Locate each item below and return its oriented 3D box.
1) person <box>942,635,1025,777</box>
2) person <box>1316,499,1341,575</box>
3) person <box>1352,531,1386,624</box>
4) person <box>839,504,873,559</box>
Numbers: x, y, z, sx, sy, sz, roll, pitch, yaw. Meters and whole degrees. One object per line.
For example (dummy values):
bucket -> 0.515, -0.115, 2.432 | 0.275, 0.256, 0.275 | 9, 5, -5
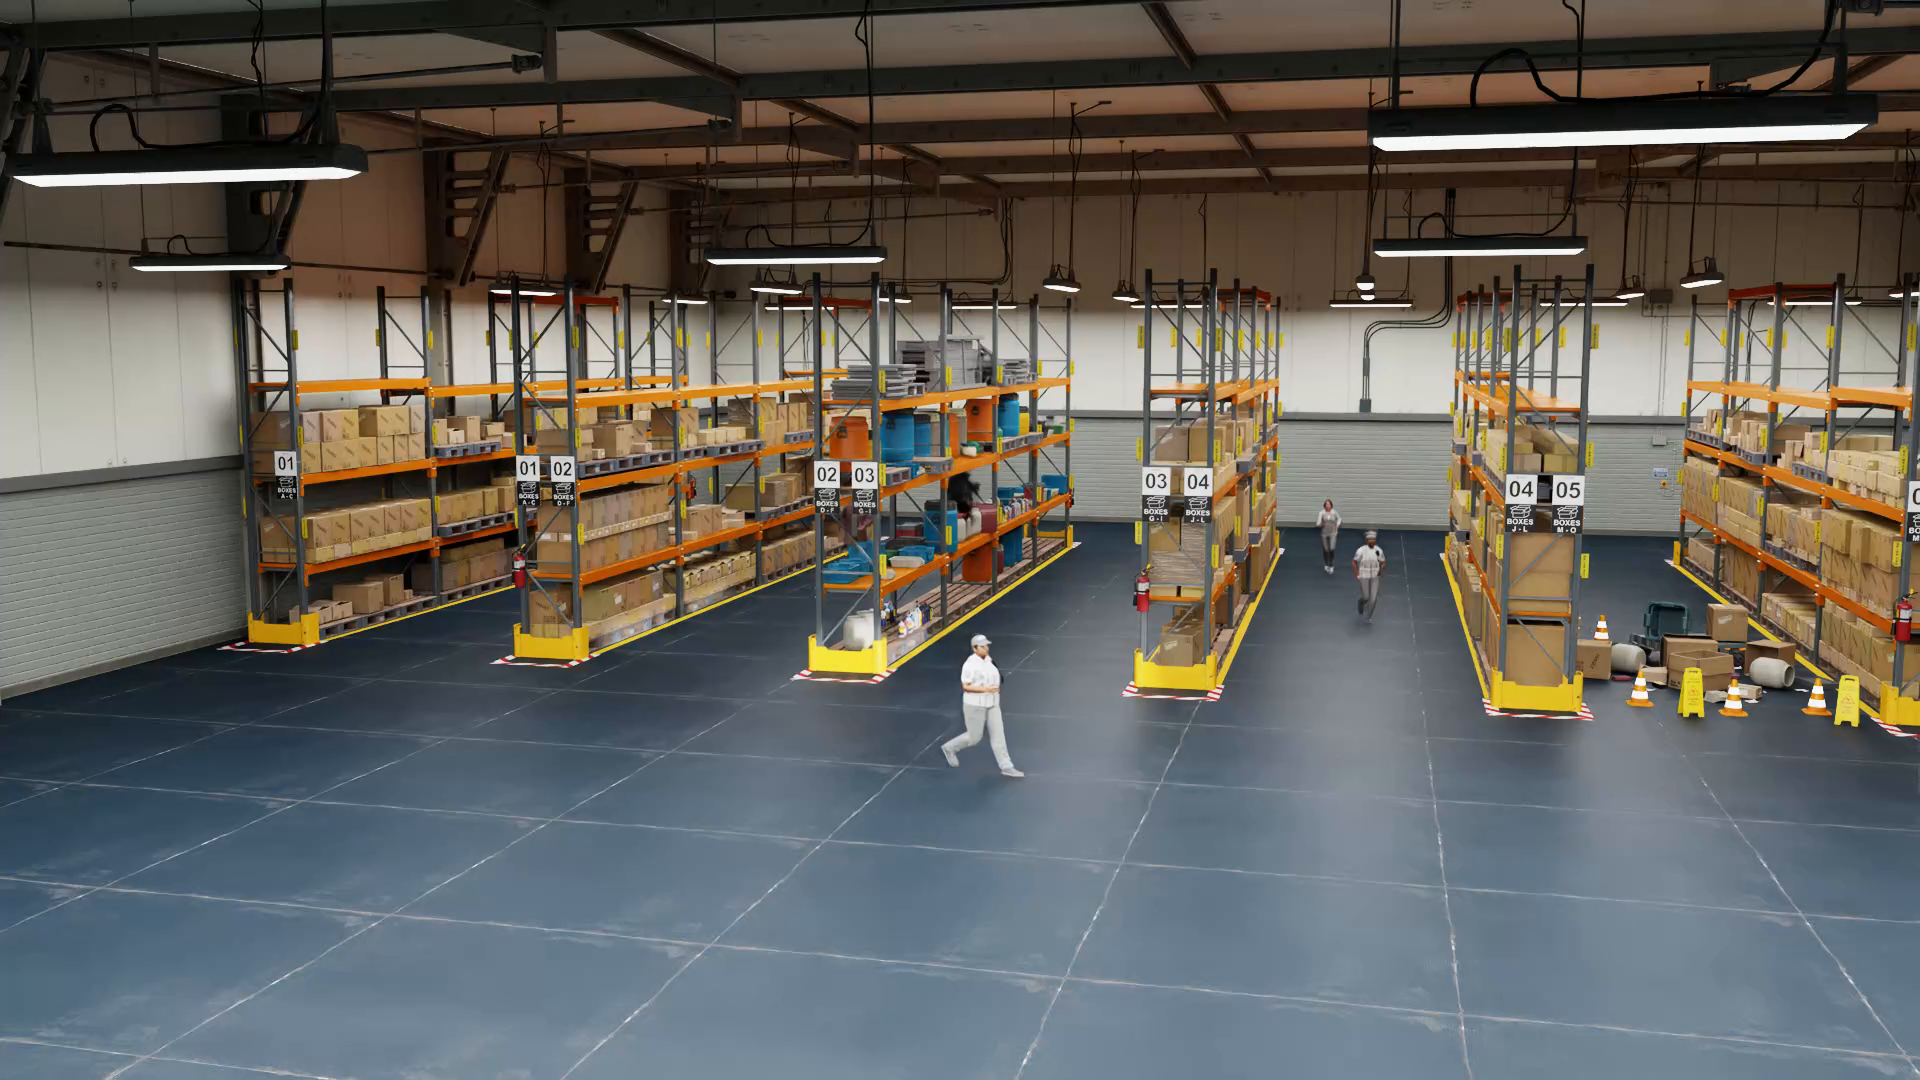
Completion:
person -> 0.276, 1.882, 19.043 | 1.044, 1.608, 0.619 | 5, 9, 38
person -> 7.909, -0.062, 35.713 | 0.513, 1.634, 0.702 | 2, 7, 13
person -> 7.266, 0.655, 29.488 | 0.574, 1.649, 0.561 | 0, 7, 3
person -> -2.066, -0.083, 32.834 | 0.715, 1.752, 0.742 | 1, 7, 9
